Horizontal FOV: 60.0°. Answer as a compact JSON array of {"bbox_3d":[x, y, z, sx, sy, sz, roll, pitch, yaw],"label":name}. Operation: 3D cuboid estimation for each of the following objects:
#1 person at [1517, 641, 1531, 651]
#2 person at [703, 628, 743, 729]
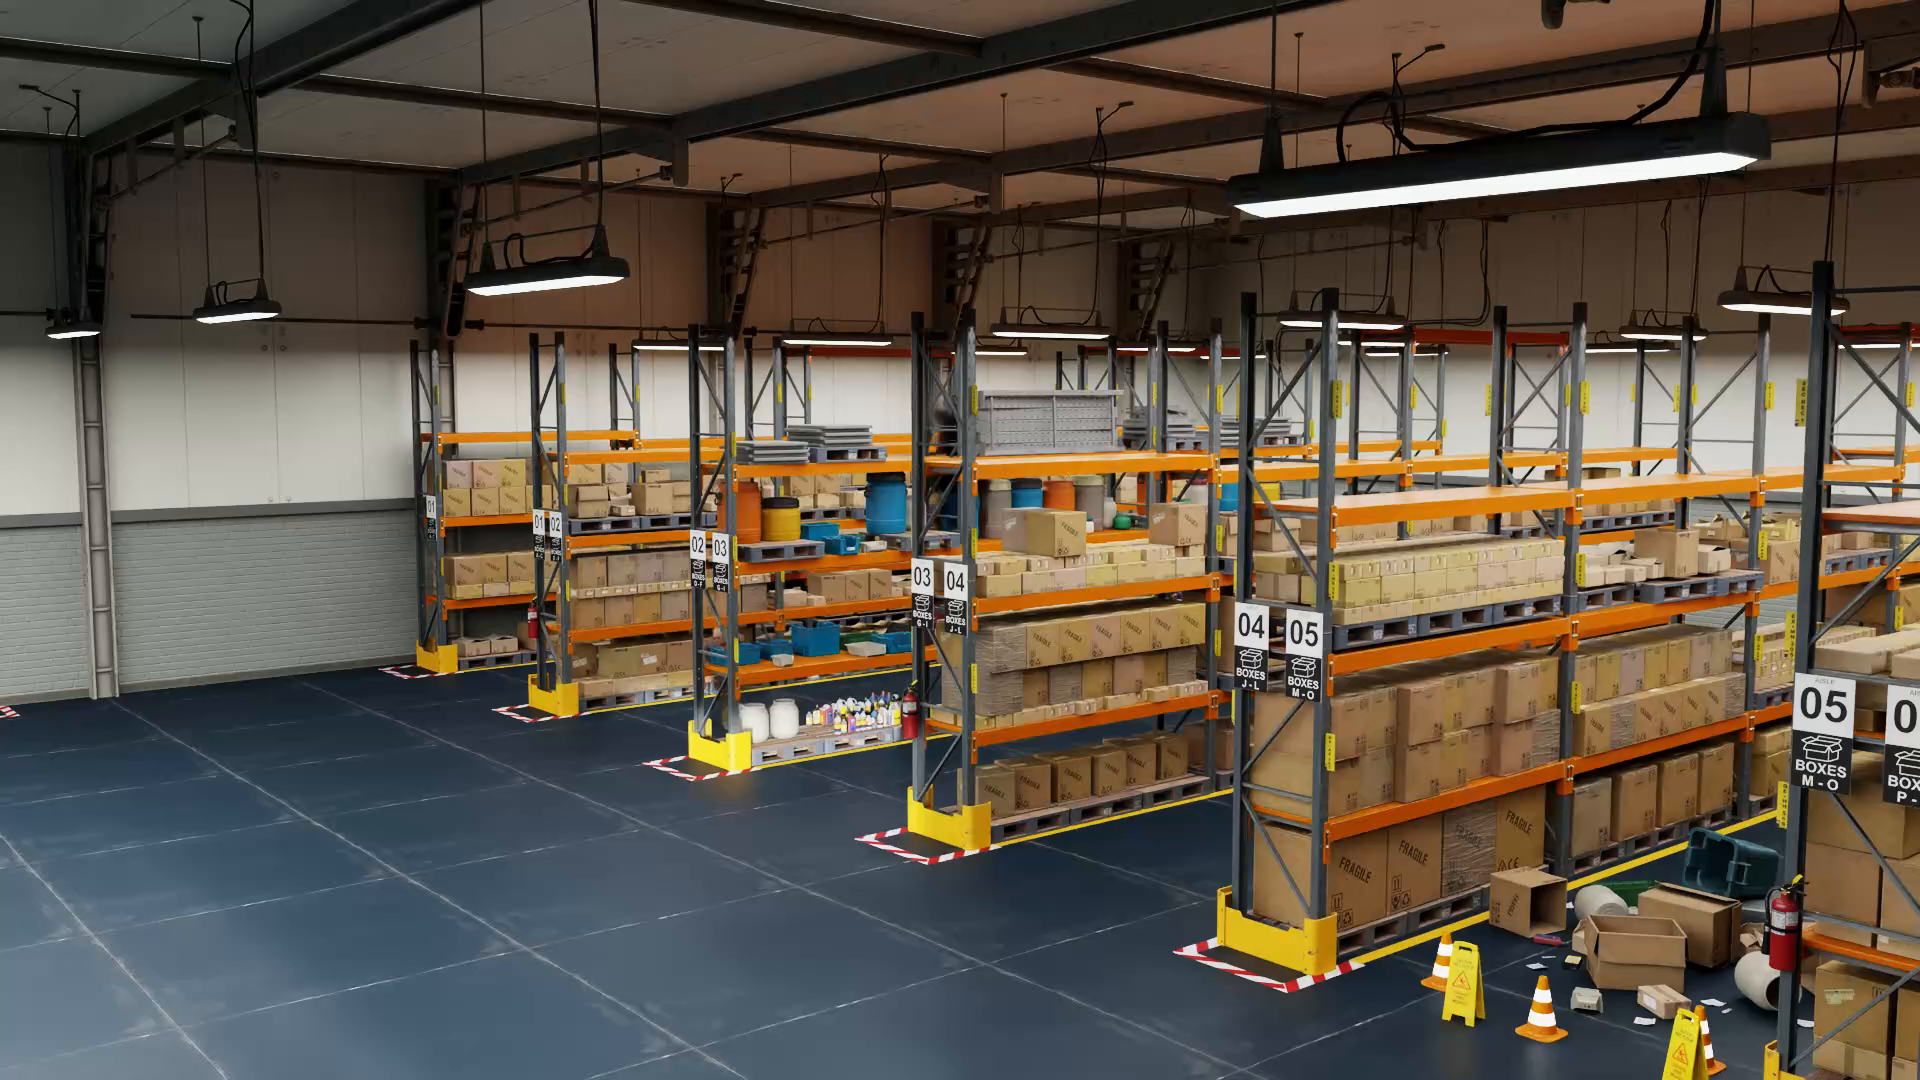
[{"bbox_3d":[7.941,2.211,23.404,0.467,1.646,0.804,5,7,42],"label":"person"},{"bbox_3d":[-3.553,2.057,25.282,0.718,1.580,1.068,1,5,7],"label":"person"}]
